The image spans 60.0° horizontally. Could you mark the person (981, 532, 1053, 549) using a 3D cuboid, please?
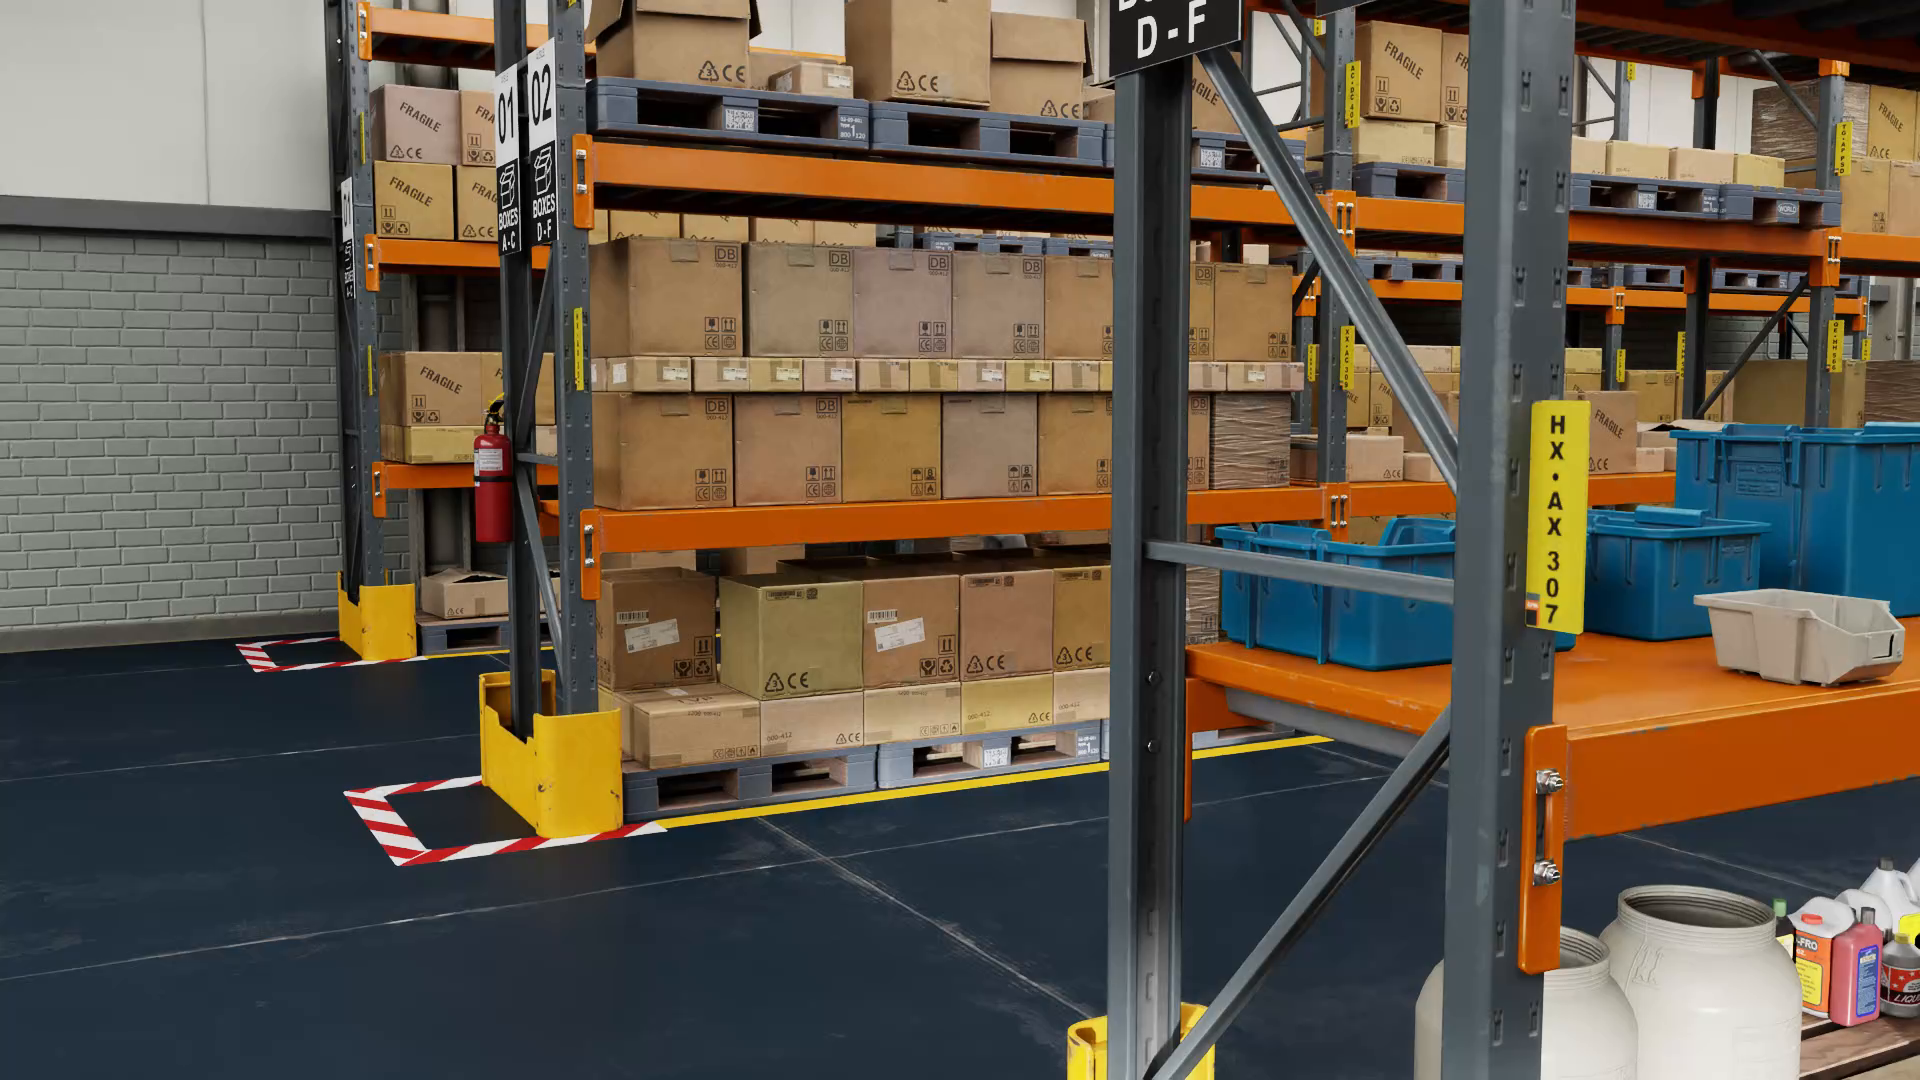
[{"bbox_3d":[0.419,-0.032,12.443,0.645,1.444,0.376,-5,7,-43],"label":"person"}]
